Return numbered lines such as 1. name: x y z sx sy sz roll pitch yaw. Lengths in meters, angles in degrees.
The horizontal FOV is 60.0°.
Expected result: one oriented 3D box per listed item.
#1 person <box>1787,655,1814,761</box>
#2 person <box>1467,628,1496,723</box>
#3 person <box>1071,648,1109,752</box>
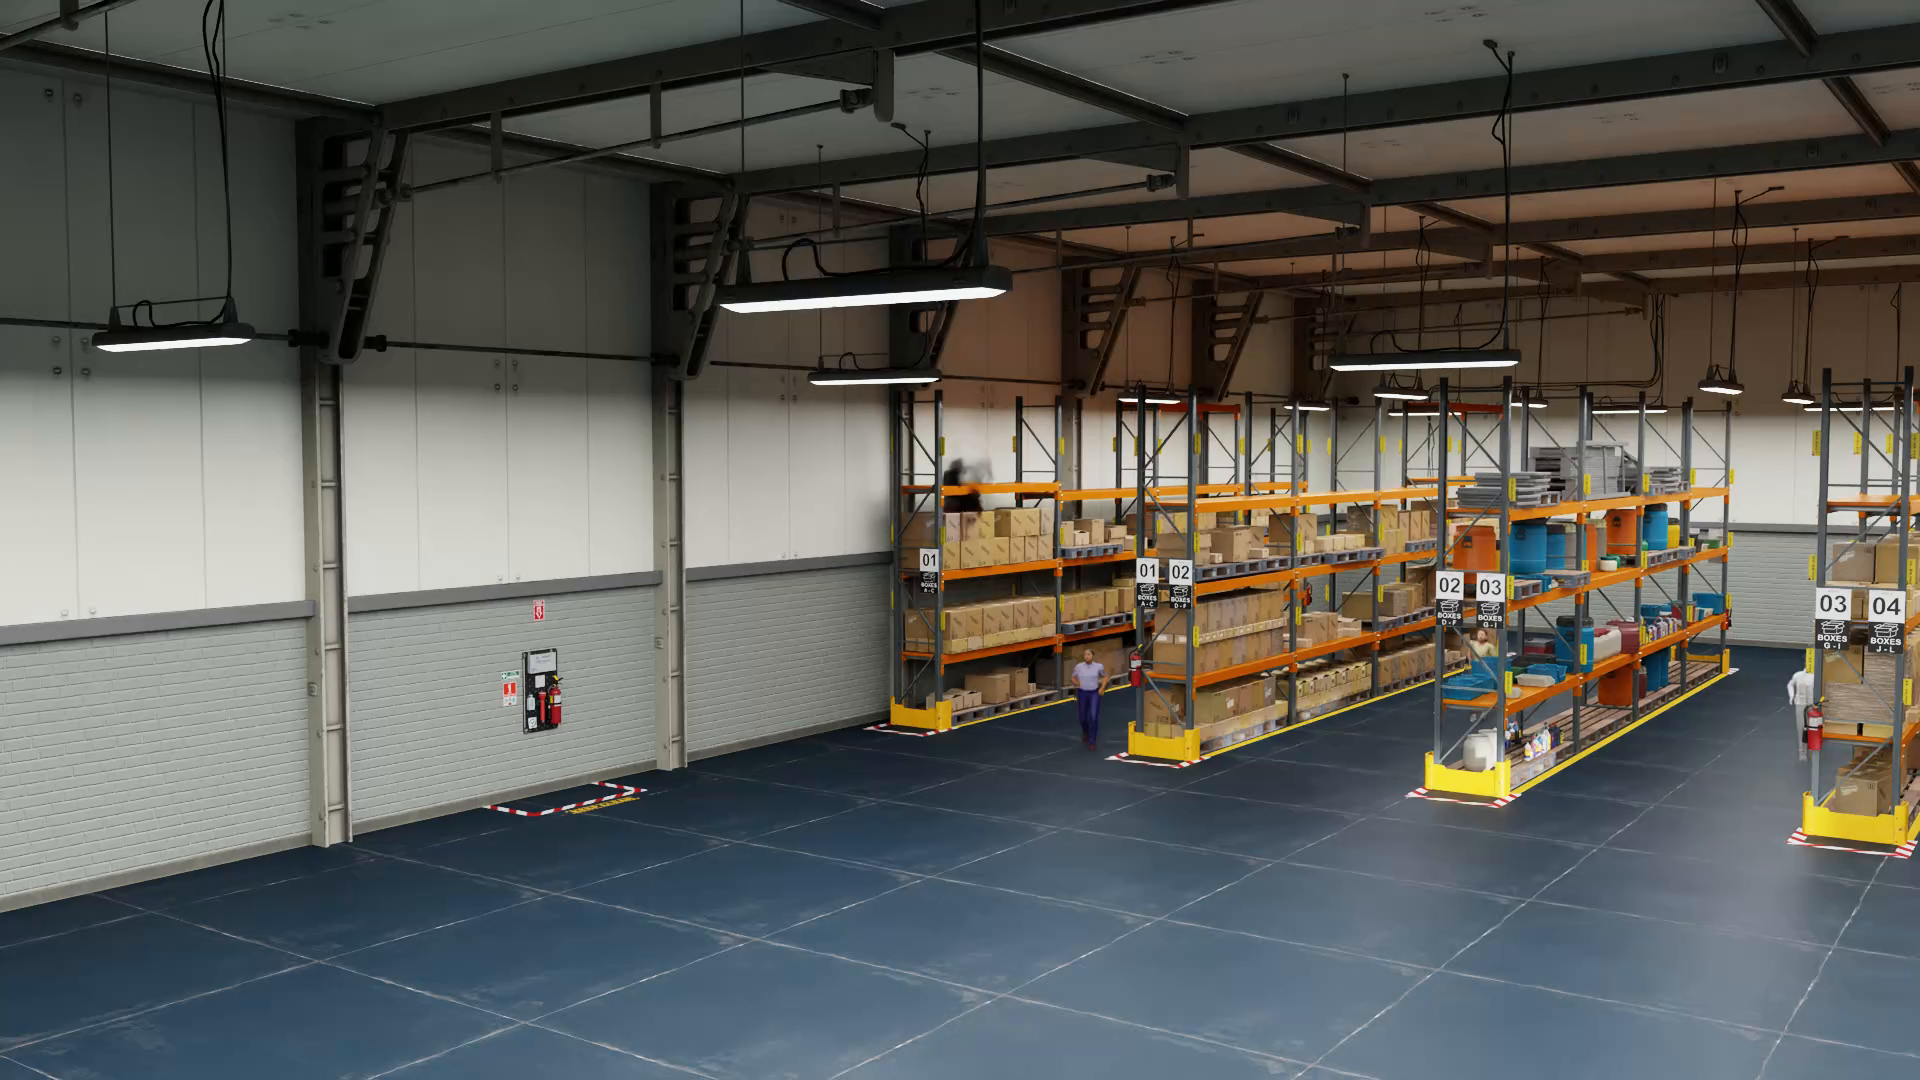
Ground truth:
1. person: 13.546 2.656 26.568 0.622 1.670 0.896 2 4 30
2. person: 9.492 2.462 30.308 0.543 1.720 0.723 2 4 26
3. person: 2.135 2.642 27.634 0.612 1.672 0.783 1 3 18
